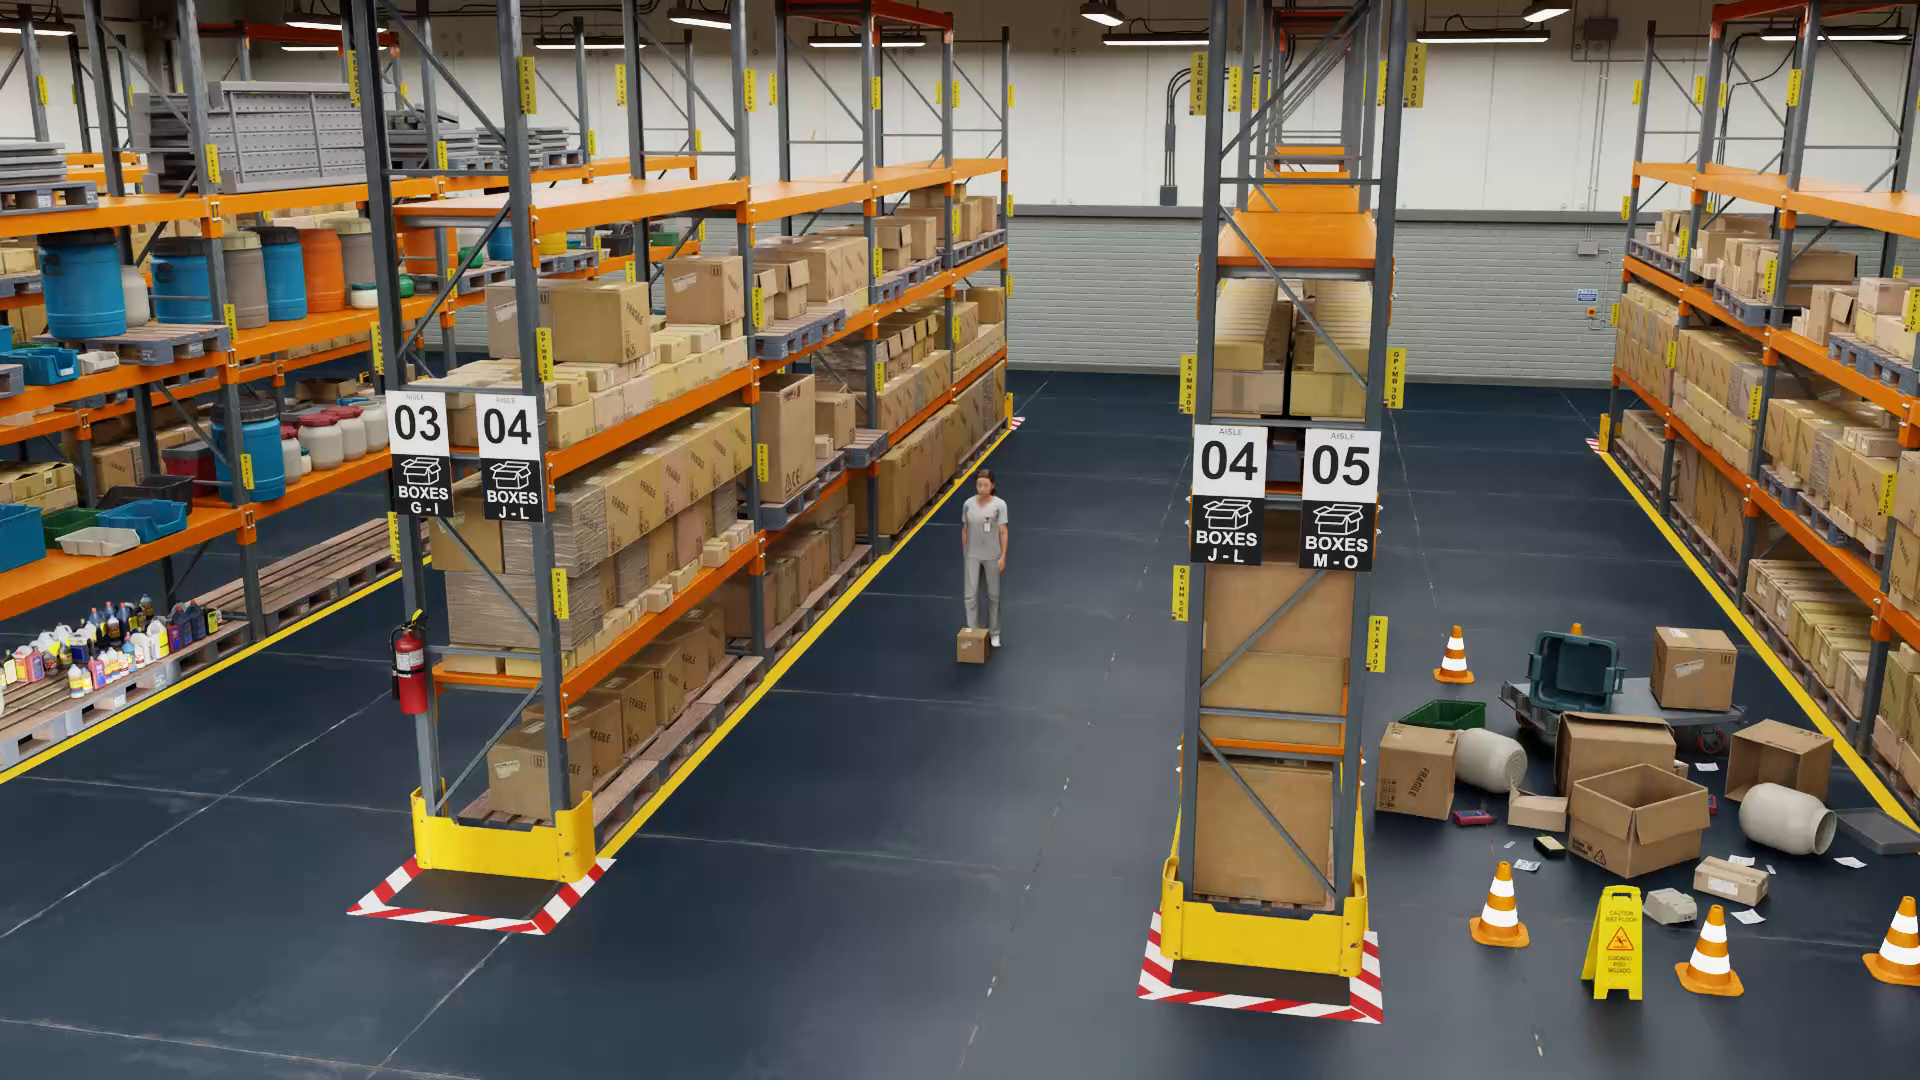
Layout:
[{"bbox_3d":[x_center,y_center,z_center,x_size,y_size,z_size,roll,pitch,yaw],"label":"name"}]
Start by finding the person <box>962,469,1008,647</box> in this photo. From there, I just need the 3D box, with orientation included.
[{"bbox_3d":[0.220,0.173,15.395,0.442,1.683,0.417,3,15,13],"label":"person"}]
